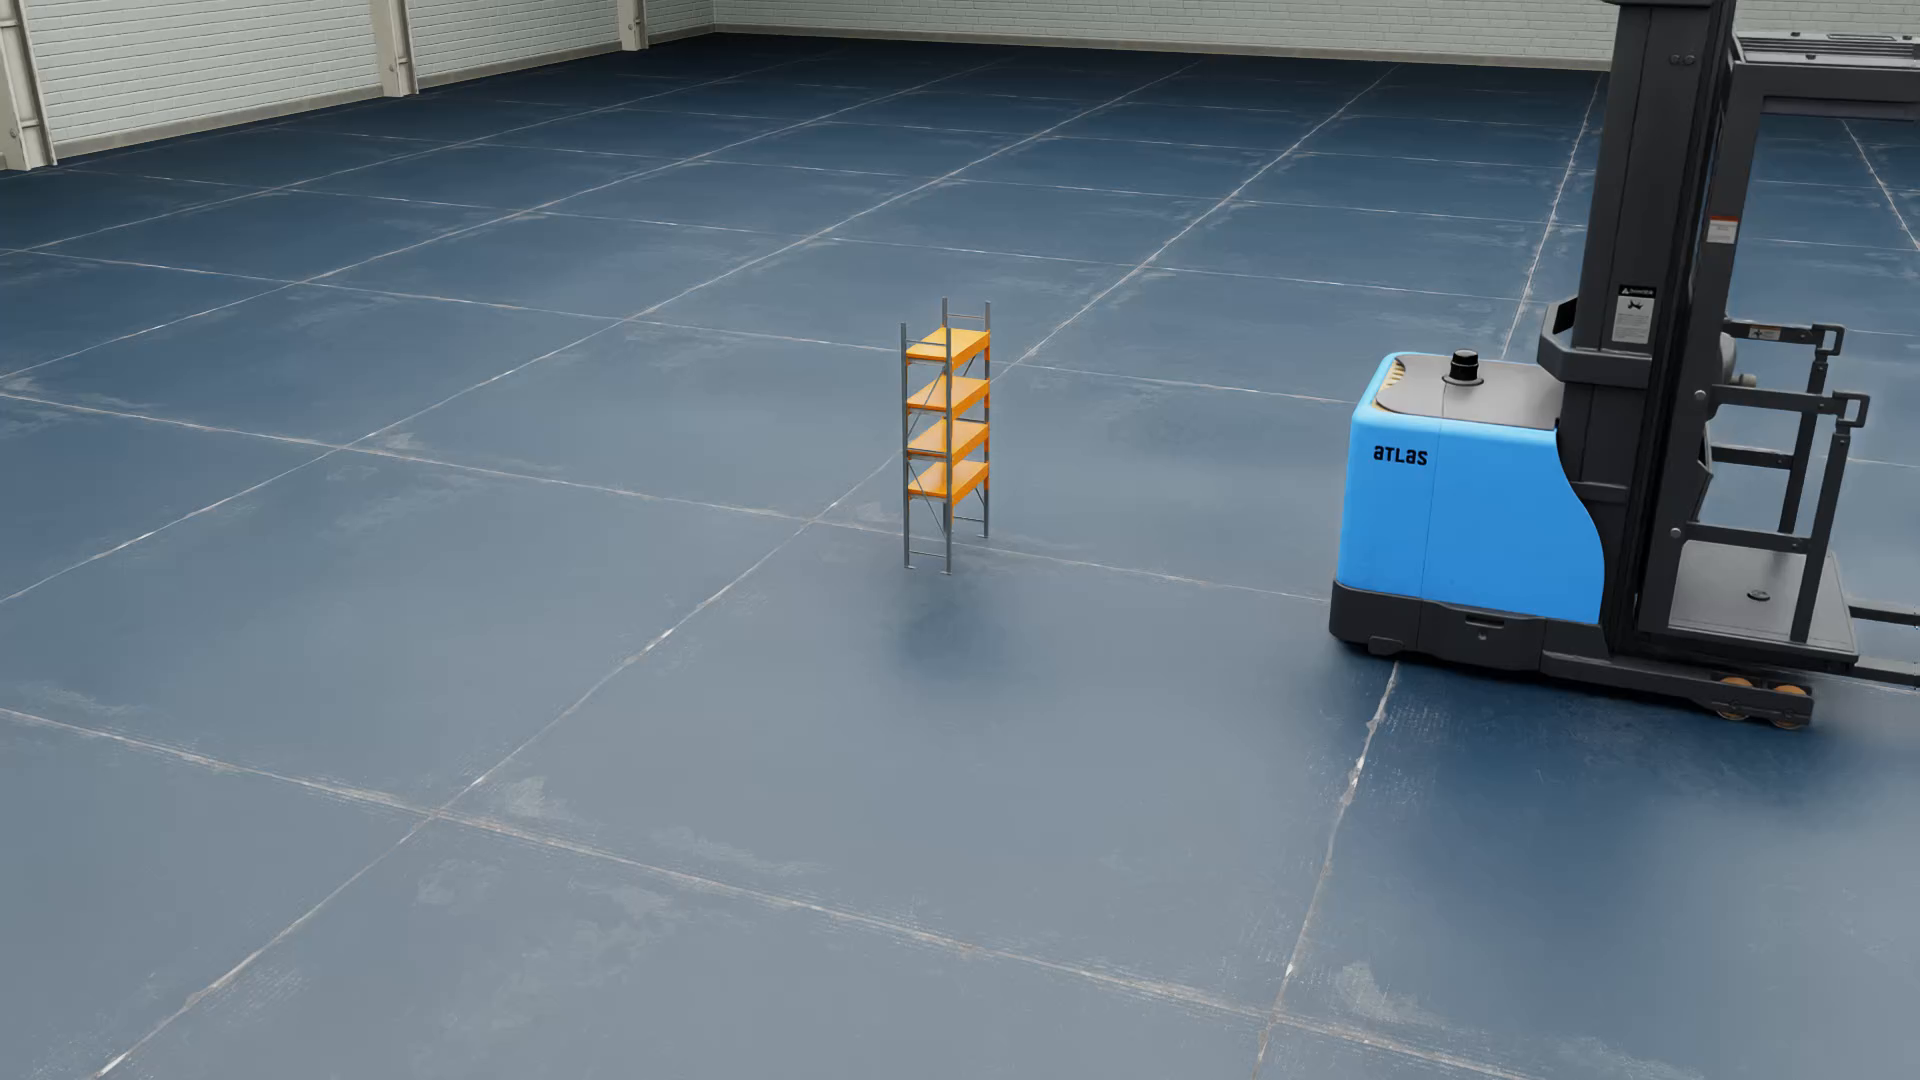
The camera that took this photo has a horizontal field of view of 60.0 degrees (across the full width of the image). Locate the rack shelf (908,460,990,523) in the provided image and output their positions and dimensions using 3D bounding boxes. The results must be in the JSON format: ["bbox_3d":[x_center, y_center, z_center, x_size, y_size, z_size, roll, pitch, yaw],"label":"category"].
[{"bbox_3d":[-0.061,-0.249,7.979,0.258,0.148,0.480,9,24,20],"label":"rack shelf"}]

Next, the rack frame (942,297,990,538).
[{"bbox_3d":[0.029,-0.582,8.086,0.240,1.200,0.015,9,24,20],"label":"rack frame"}]

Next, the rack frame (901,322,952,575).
[{"bbox_3d":[-0.152,-0.407,7.668,0.240,1.200,0.015,9,24,20],"label":"rack frame"}]

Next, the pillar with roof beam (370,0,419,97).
[{"bbox_3d":[-3.733,-9.690,19.773,9.100,9.000,0.400,9,24,20],"label":"pillar with roof beam"}]

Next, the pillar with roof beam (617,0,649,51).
[{"bbox_3d":[-1.505,-11.837,24.913,9.100,9.000,0.400,9,24,20],"label":"pillar with roof beam"}]

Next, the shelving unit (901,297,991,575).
[{"bbox_3d":[-0.061,-0.494,7.877,0.258,1.200,0.503,9,24,20],"label":"shelving unit"}]

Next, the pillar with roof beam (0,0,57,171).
[{"bbox_3d":[-5.962,-7.543,14.632,9.100,9.000,0.400,9,24,20],"label":"pillar with roof beam"}]

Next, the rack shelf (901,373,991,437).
[{"bbox_3d":[-0.062,-0.639,7.817,0.258,0.148,0.480,9,24,20],"label":"rack shelf"}]

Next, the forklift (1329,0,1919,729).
[{"bbox_3d":[3.152,-0.847,6.476,3.031,2.935,1.130,9,24,20],"label":"forklift"}]

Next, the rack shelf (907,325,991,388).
[{"bbox_3d":[-0.062,-0.857,7.725,0.258,0.148,0.480,9,24,20],"label":"rack shelf"}]

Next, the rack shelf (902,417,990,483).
[{"bbox_3d":[-0.061,-0.432,7.903,0.258,0.148,0.480,9,24,20],"label":"rack shelf"}]
